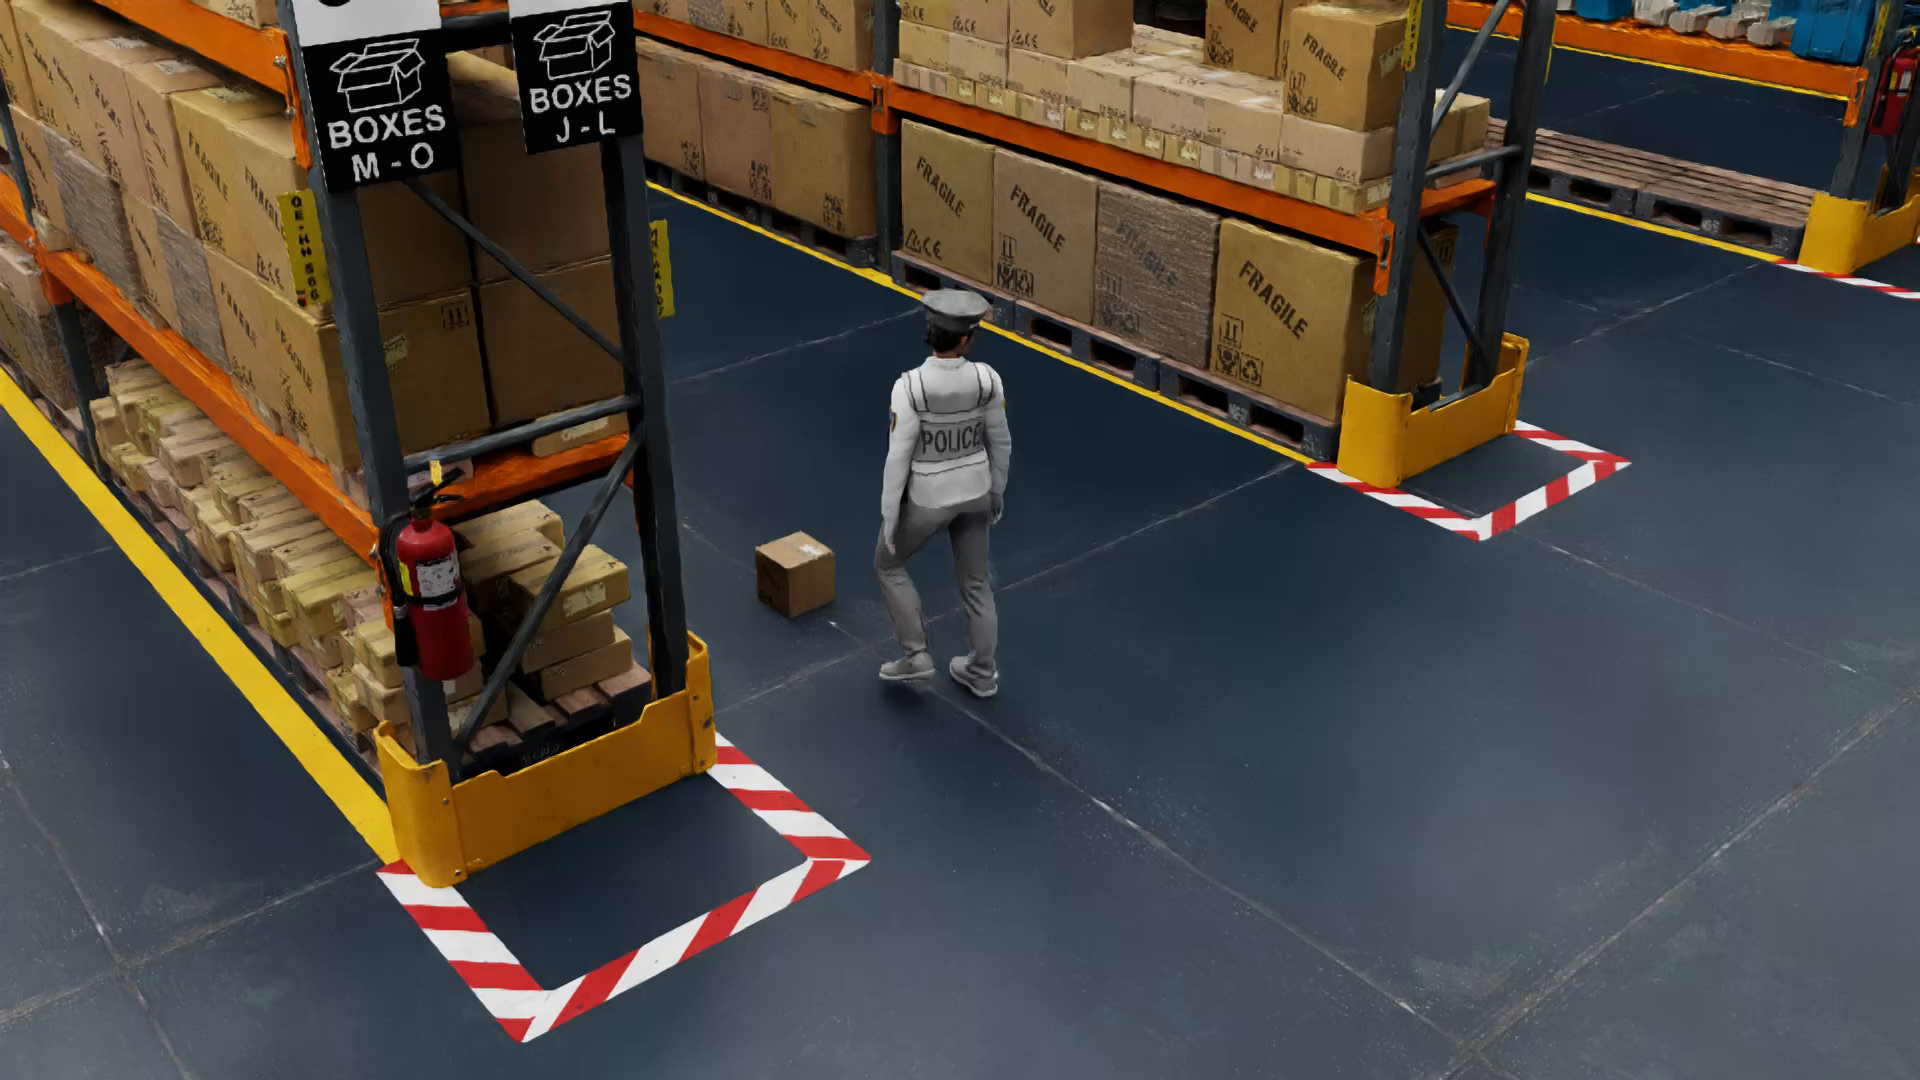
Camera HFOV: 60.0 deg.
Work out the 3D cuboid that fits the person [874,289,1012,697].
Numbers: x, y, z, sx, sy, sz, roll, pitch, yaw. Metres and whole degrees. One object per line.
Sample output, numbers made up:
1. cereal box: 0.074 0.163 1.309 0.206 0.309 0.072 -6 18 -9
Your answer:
1. person: -0.080 -0.158 6.386 0.541 1.656 0.440 -14 31 -25
